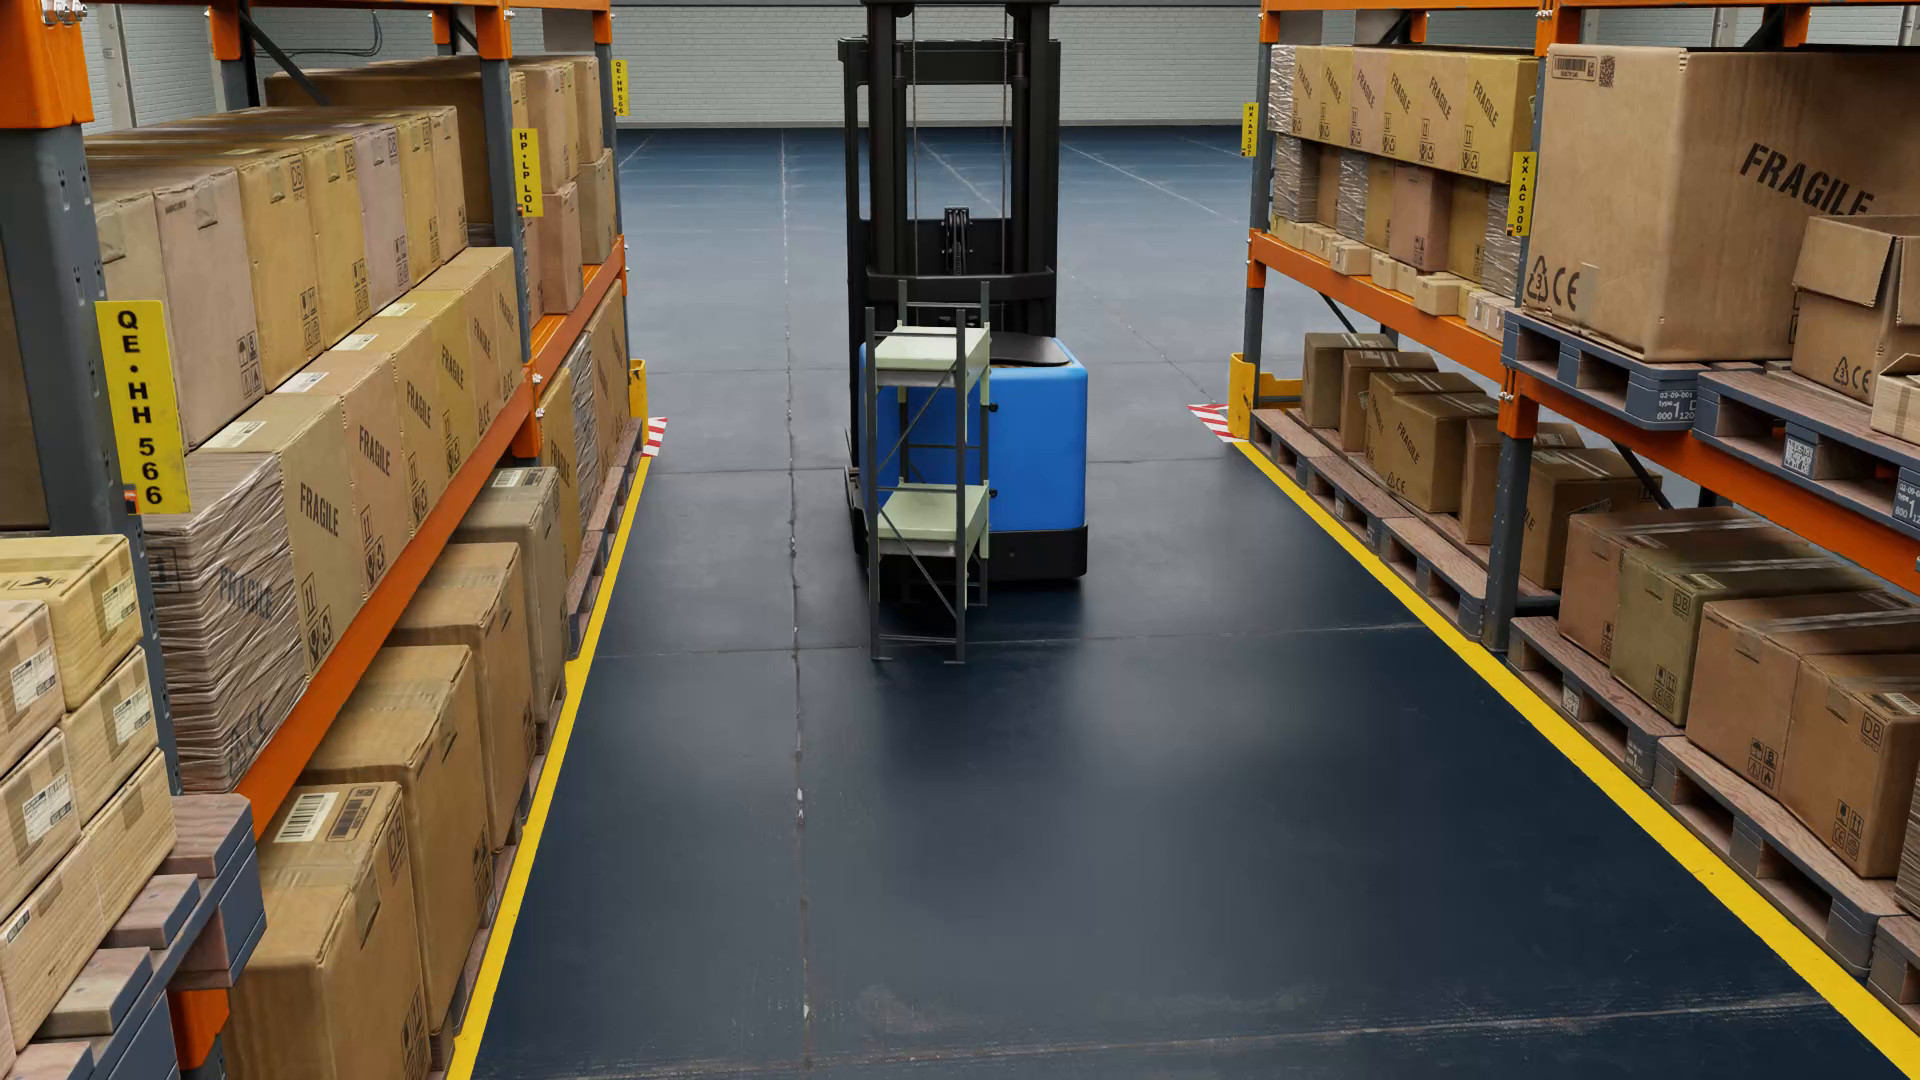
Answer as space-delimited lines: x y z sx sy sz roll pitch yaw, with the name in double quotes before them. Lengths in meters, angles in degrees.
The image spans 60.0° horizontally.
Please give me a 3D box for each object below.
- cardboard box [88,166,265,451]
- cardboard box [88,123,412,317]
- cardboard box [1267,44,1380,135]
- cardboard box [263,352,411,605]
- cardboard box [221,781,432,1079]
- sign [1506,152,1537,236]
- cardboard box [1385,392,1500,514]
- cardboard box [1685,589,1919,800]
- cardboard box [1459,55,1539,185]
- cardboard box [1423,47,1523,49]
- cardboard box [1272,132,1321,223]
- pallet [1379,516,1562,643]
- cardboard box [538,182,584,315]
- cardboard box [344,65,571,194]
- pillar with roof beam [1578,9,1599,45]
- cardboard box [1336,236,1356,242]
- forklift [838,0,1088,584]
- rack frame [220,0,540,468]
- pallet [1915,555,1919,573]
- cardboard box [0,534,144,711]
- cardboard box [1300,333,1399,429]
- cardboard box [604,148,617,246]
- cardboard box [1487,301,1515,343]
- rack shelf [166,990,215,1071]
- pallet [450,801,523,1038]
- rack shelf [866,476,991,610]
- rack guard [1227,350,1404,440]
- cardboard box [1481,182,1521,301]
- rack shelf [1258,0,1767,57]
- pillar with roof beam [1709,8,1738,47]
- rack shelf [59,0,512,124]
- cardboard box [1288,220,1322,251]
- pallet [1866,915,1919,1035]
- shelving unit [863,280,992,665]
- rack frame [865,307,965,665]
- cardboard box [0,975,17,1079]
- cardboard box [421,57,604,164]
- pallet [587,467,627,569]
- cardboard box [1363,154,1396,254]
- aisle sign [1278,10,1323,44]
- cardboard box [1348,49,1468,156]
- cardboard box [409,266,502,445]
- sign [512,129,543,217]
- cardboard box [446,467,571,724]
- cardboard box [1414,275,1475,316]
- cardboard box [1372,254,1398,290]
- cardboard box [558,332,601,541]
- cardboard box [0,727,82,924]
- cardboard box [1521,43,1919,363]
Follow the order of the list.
"cardboard box" -1.854 -0.471 3.332 0.700 0.500 0.500 -2 18 -6
"cardboard box" -2.013 -0.926 4.783 0.700 0.500 0.500 -2 18 -5
"cardboard box" 2.140 -2.662 9.816 0.500 0.500 0.500 -2 18 -6
"cardboard box" -1.649 -0.153 3.989 0.500 0.500 0.500 -2 18 -6
"cardboard box" -1.738 1.027 3.451 1.050 0.750 0.750 -2 18 -6
"sign" 2.228 -1.370 6.588 0.100 0.325 0.005 -2 18 -6
"cardboard box" 2.557 -0.457 8.598 0.500 0.500 0.500 -3 18 -11
"cardboard box" 2.897 0.500 5.517 0.700 0.500 0.500 -3 18 -10
"cardboard box" 2.447 -1.768 6.969 0.500 0.500 0.500 -2 18 -6
"cardboard box" 2.763 -2.380 8.919 0.500 0.500 0.500 -2 18 -6
"cardboard box" 2.384 -2.193 9.990 0.875 0.500 0.500 -2 18 -6
"pallet" 2.662 0.155 7.830 1.003 0.211 1.213 -2 18 -6
"cardboard box" -2.245 -1.362 7.757 0.875 0.550 0.550 -2 18 -6
"cardboard box" -2.272 -1.876 7.592 0.875 0.550 0.550 -2 18 -6
"pillar with roof beam" 10.691 -14.112 38.605 9.100 9.000 0.400 -2 18 -6
"cardboard box" 2.282 -1.584 9.133 0.380 0.149 0.250 -2 18 -6
"forklift" -0.068 -1.586 8.836 1.130 2.935 3.031 -2 18 -6
"rack frame" -2.177 -0.853 6.386 1.000 3.000 0.127 -2 18 -6
"pallet" 3.000 0.098 3.677 1.213 0.211 1.003 -2 18 -6
"cardboard box" -1.258 0.106 2.056 0.380 0.149 0.250 -2 18 -8
"cardboard box" 2.402 -0.989 10.292 0.500 0.500 0.500 1 17 5
"cardboard box" -2.506 -2.007 9.812 0.875 0.550 0.550 -2 18 -6
"cardboard box" 2.452 -0.911 6.991 0.380 0.149 0.250 -2 18 -6
"rack shelf" -1.558 1.278 0.800 1.077 0.370 4.000 -2 18 -6
"pallet" -1.894 1.069 4.919 1.003 0.211 1.213 -2 18 -6
"rack shelf" -0.125 0.002 7.255 0.431 0.370 0.720 3 18 8
"rack guard" 2.362 -0.953 10.877 1.175 0.500 0.348 -2 18 -6
"cardboard box" 2.782 -1.302 7.152 0.875 0.500 0.500 -2 18 -6
"rack shelf" 2.561 -2.660 8.335 1.077 0.370 4.000 -2 18 -6
"pillar with roof beam" 11.310 -12.325 32.911 9.100 9.000 0.400 -2 18 -6
"rack shelf" -1.971 -1.345 4.147 1.077 0.370 4.000 -2 18 -6
"cardboard box" 2.164 -1.806 9.840 0.380 0.149 0.250 -2 18 -6
"pallet" 3.100 1.313 4.142 1.003 0.211 1.213 -2 18 -6
"shelving unit" -0.125 -0.309 7.157 0.431 1.500 0.755 3 18 8
"rack frame" -0.178 -0.200 6.812 0.400 1.500 0.023 3 18 8
"cardboard box" -1.206 0.542 1.662 0.380 0.149 0.250 -1 17 -5
"cardboard box" -2.441 -2.359 9.129 0.875 0.550 0.550 -2 18 -6
"pallet" -2.307 -0.116 8.694 1.003 0.211 1.213 -2 18 -6
"cardboard box" 2.603 -1.748 8.573 0.875 0.500 0.500 -2 18 -6
"aisle sign" 2.049 -3.417 10.214 0.394 0.787 0.004 -2 18 -6
"cardboard box" 2.295 -2.215 8.393 0.500 0.500 0.500 -2 18 -6
"cardboard box" -1.805 -0.603 5.423 0.500 0.500 0.500 -2 18 -6
"sign" -1.638 -1.387 6.287 0.100 0.325 0.005 -2 18 -6
"cardboard box" -2.024 0.202 6.080 1.050 0.750 0.750 -2 18 -6
"cardboard box" 2.333 -1.133 7.699 0.380 0.149 0.250 -2 18 -6
"cardboard box" 2.312 -1.359 8.416 0.380 0.149 0.250 -2 18 -6
"cardboard box" -2.269 -0.498 8.101 0.875 0.875 0.875 -2 18 -5
"cardboard box" -1.231 0.329 1.843 0.380 0.149 0.250 -1 17 -4
"cardboard box" 2.710 -1.222 5.858 1.000 1.000 1.000 -2 18 -5
